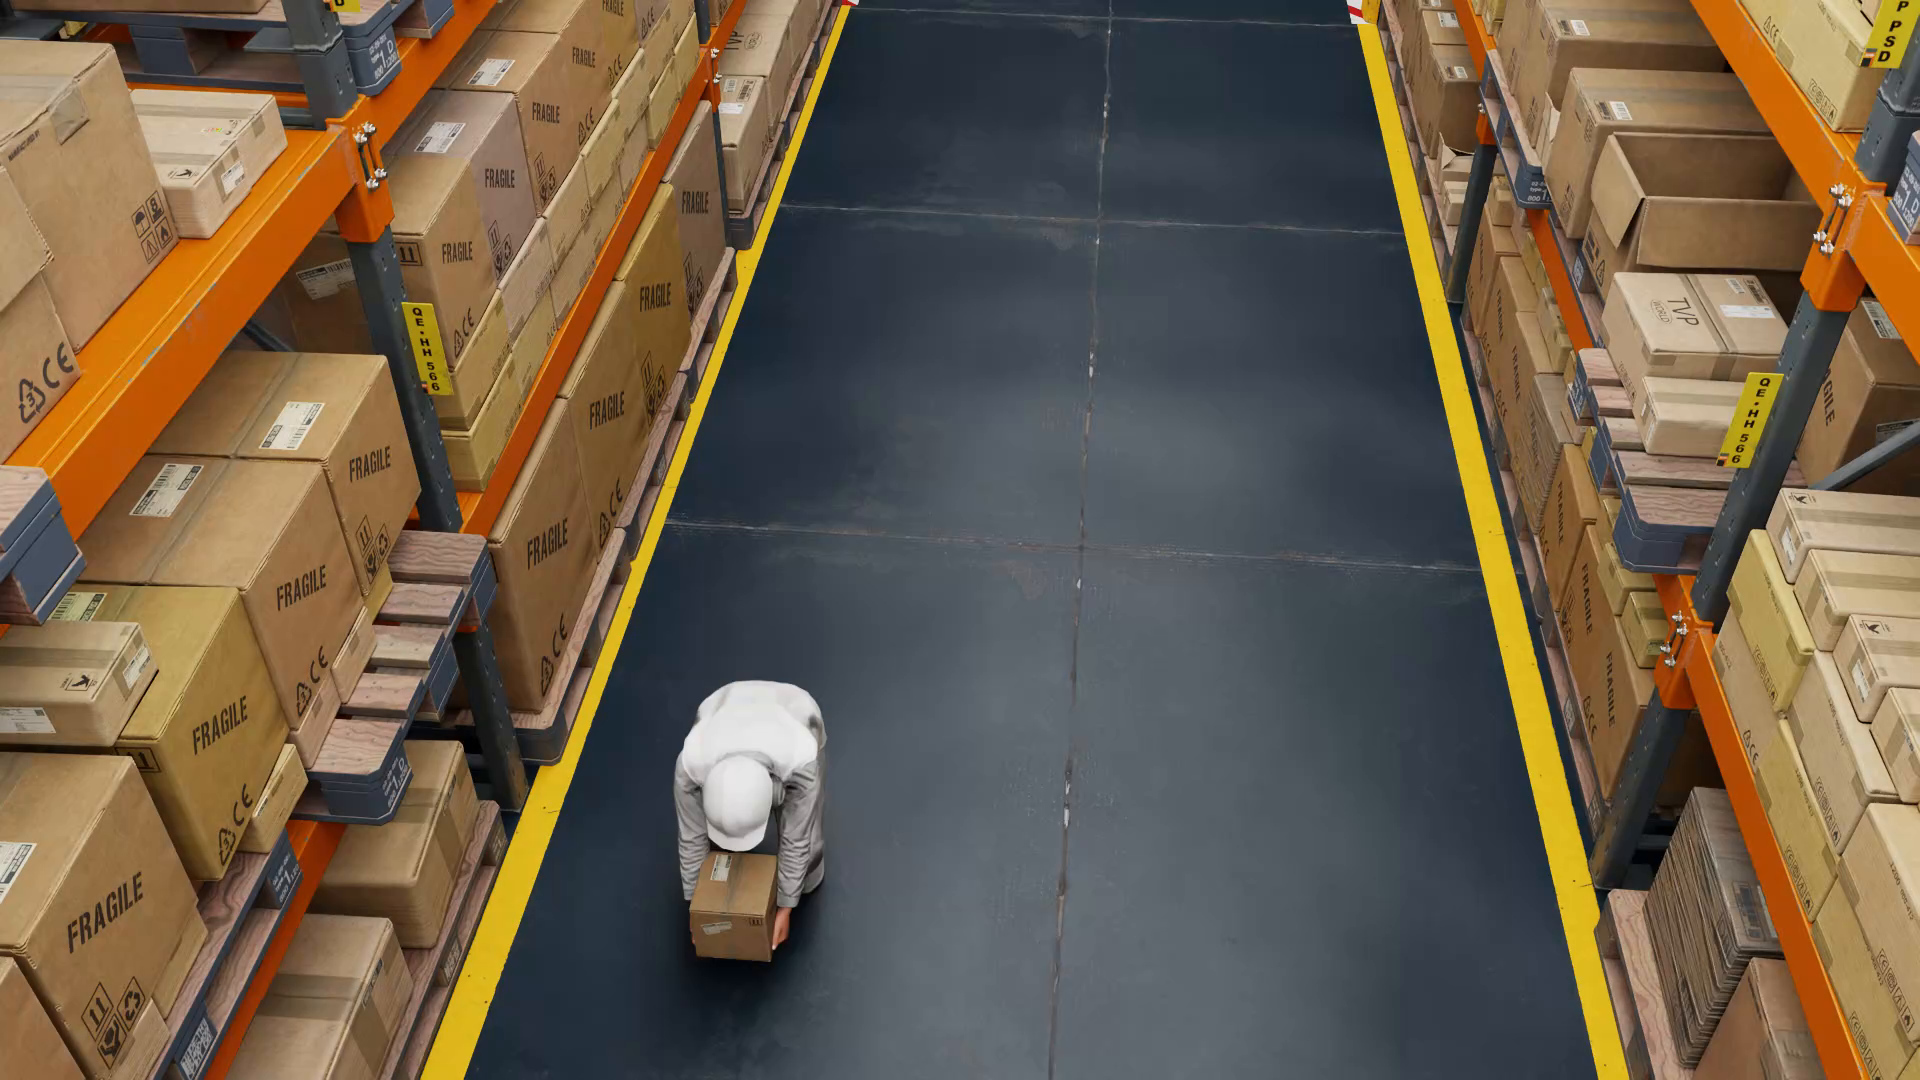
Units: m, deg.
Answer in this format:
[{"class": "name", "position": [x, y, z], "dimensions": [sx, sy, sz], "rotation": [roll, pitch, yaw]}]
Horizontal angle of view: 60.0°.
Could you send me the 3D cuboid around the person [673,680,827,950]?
[{"class": "person", "position": [-0.703, 0.882, 5.685], "dimensions": [0.514, 1.005, 0.900], "rotation": [4, 40, 4]}]
